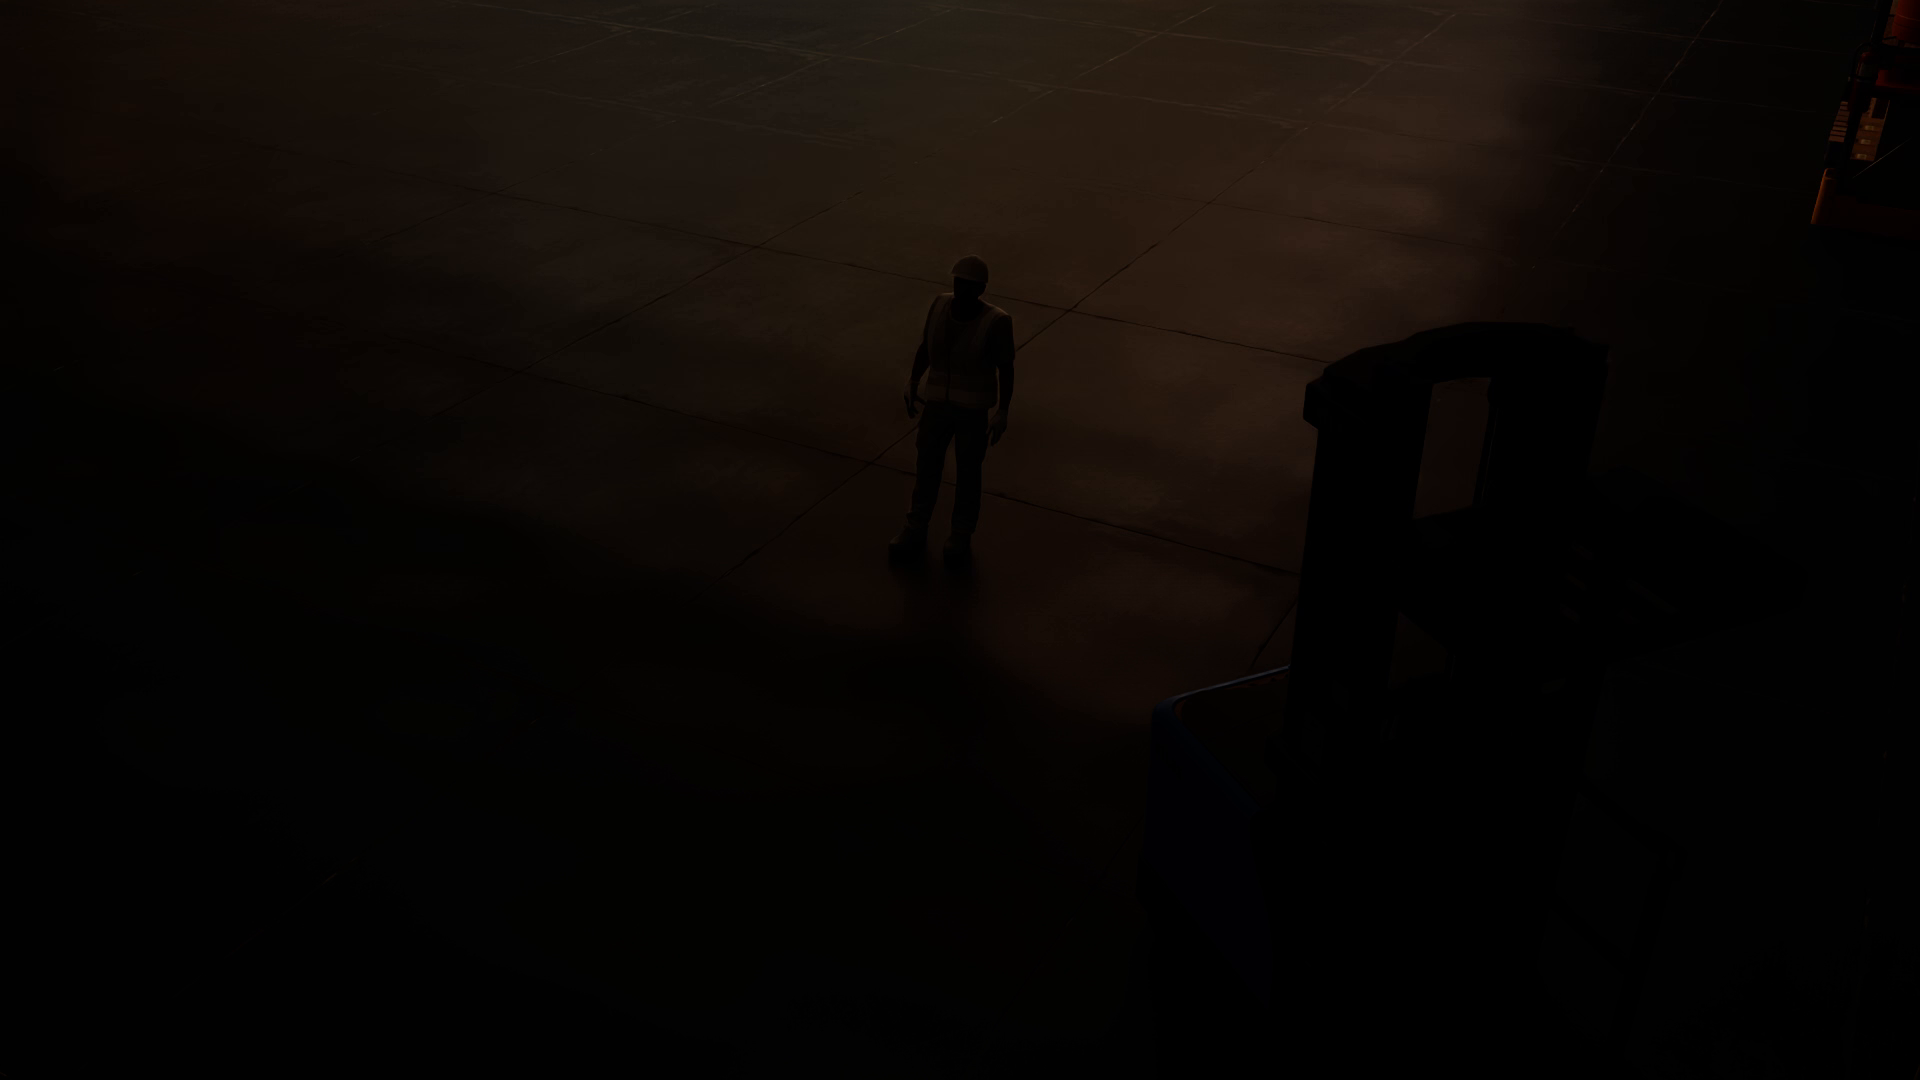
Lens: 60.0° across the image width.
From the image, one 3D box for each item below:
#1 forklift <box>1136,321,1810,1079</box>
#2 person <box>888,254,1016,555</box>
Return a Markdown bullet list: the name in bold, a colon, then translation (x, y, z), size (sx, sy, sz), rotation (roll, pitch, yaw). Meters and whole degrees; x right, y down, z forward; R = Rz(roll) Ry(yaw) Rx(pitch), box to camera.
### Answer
- **forklift**: translation (1.816, 0.889, 5.530), size (1.130, 2.935, 3.031), rotation (-12, 32, -20)
- **person**: translation (-0.043, -0.749, 9.502), size (0.657, 1.785, 0.575), rotation (15, 33, 25)
